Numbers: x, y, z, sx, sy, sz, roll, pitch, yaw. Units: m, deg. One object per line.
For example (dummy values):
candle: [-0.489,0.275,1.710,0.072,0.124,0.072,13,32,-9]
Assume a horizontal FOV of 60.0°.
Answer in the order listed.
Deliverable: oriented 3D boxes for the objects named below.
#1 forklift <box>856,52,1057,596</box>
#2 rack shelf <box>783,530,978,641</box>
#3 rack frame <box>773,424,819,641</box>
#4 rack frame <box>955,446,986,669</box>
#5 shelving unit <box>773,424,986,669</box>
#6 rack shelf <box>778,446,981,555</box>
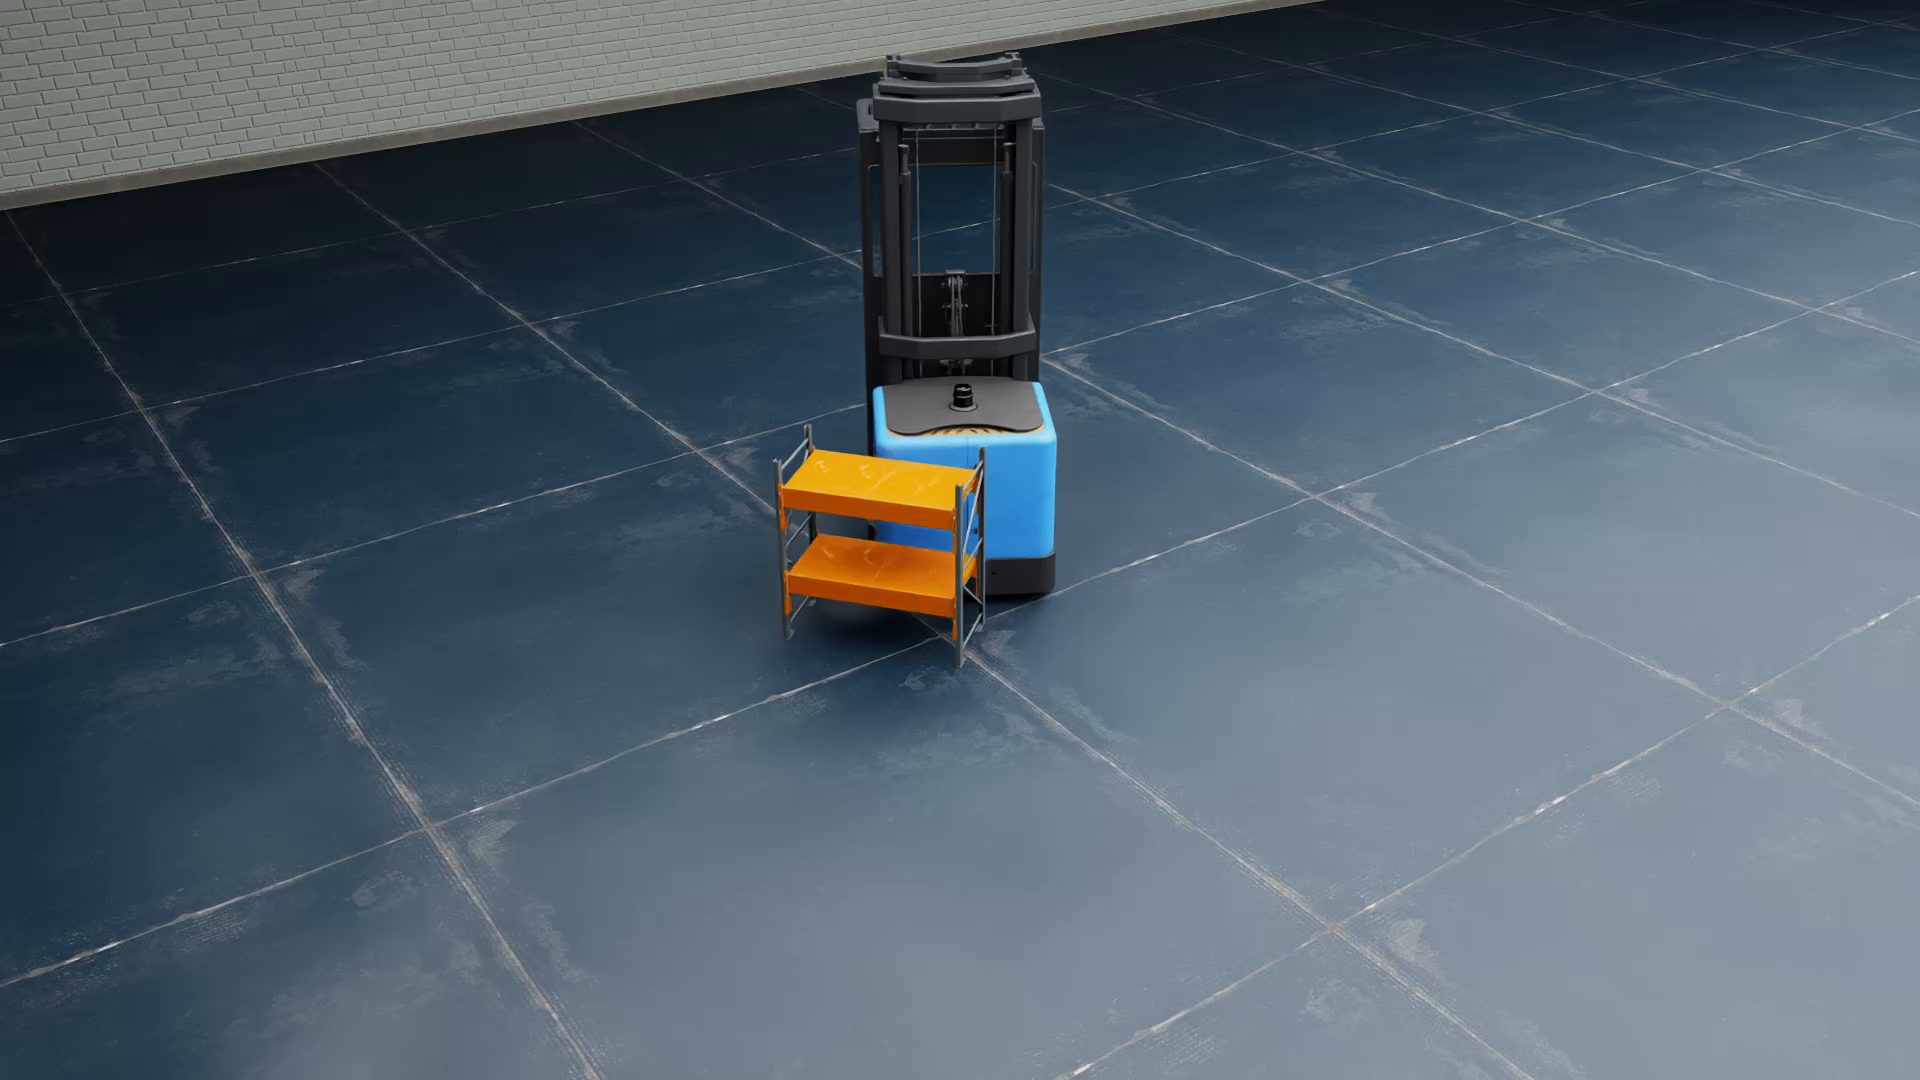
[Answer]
forklift: [-0.067,-1.619,10.386,1.130,2.935,3.031,-2,29,-4]
rack shelf: [-0.428,0.245,9.359,1.000,0.278,0.538,8,30,14]
rack frame: [-0.916,-0.038,9.368,0.032,1.125,0.500,8,30,14]
rack frame: [0.059,0.099,9.116,0.032,1.125,0.500,8,30,14]
shelving unit: [-0.428,0.030,9.242,1.048,1.125,0.538,8,30,14]
rack shelf: [-0.428,-0.227,9.102,1.000,0.278,0.538,8,30,14]
